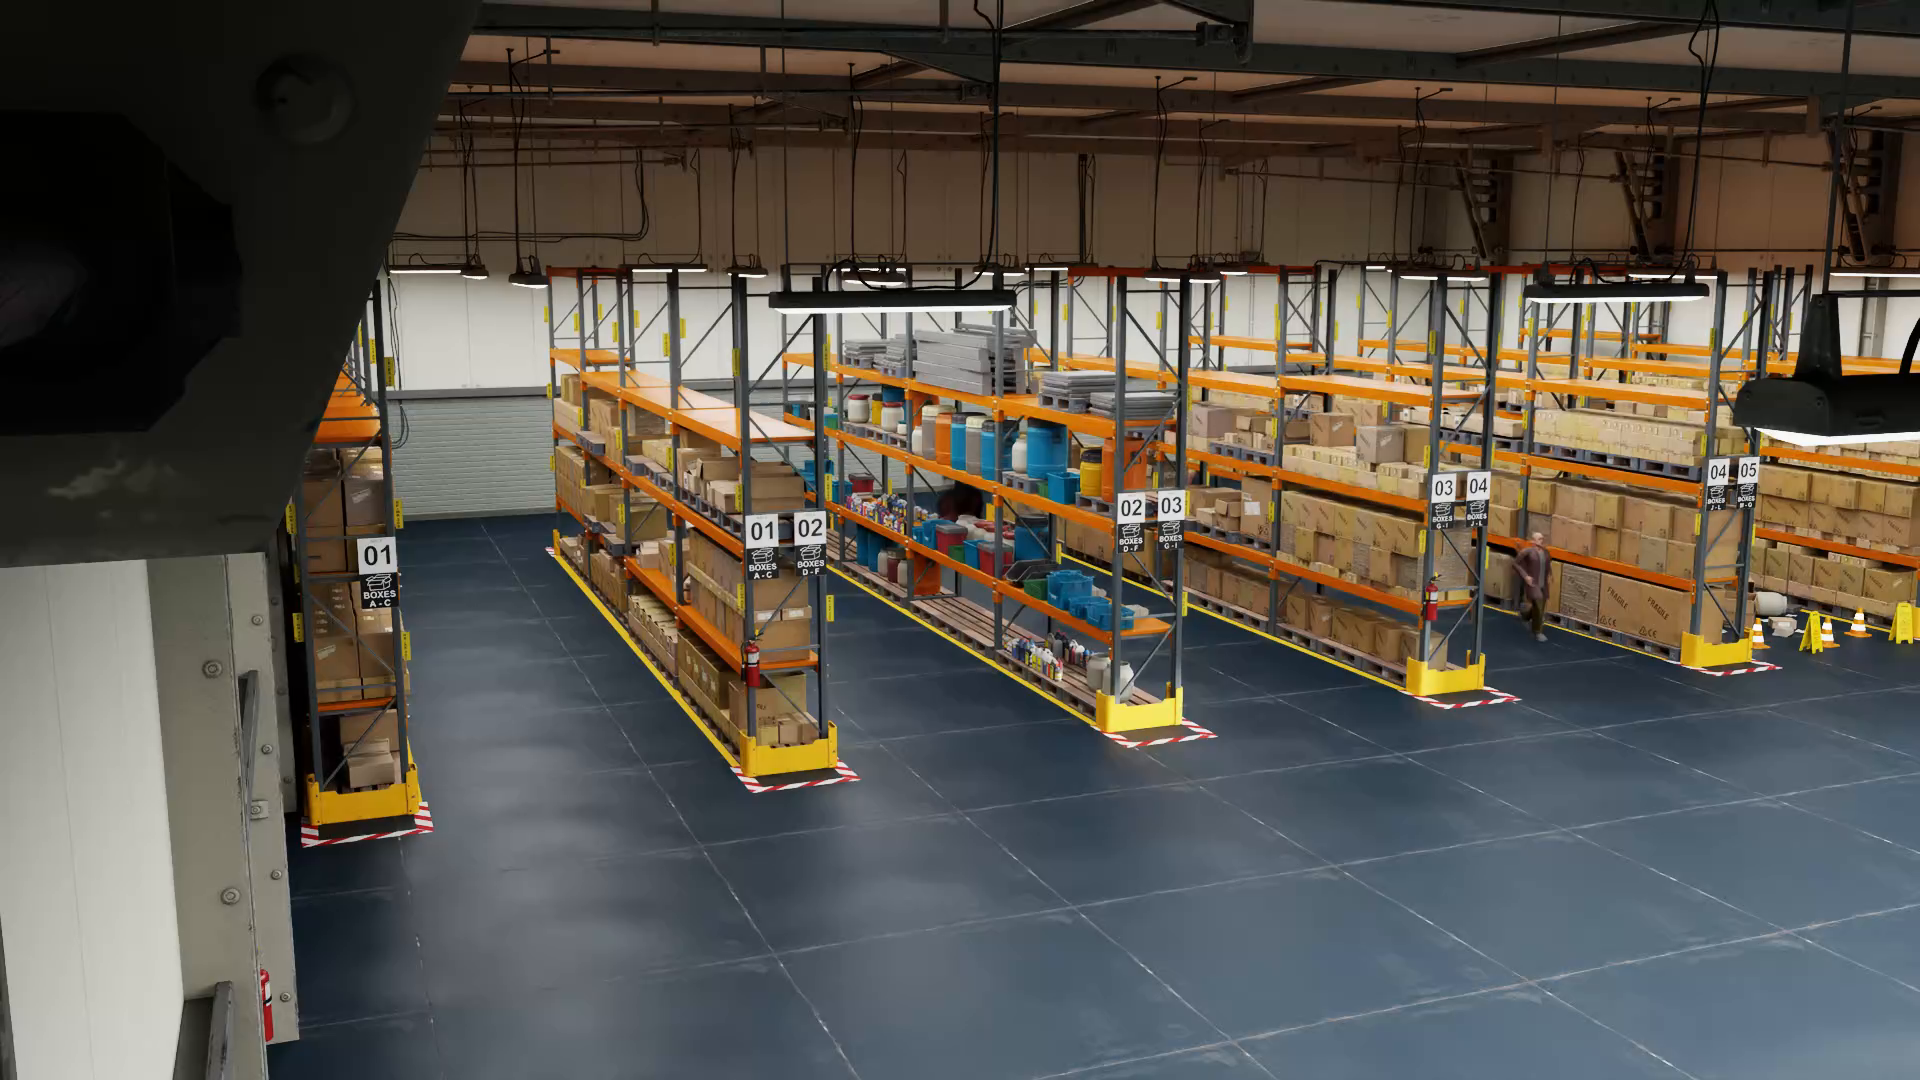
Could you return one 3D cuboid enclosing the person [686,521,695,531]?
[{"bbox_3d":[-5.442,-0.427,34.107,0.657,1.745,0.818,-8,13,-38],"label":"person"}]

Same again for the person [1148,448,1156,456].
[{"bbox_3d":[4.591,-1.477,40.375,0.632,1.640,0.753,3,10,17],"label":"person"}]

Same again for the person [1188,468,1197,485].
[{"bbox_3d":[5.796,-1.690,41.696,0.538,1.619,0.590,-3,10,-16],"label":"person"}]

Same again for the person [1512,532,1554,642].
[{"bbox_3d":[9.420,0.740,27.353,0.720,1.762,0.795,-4,11,-23],"label":"person"}]
